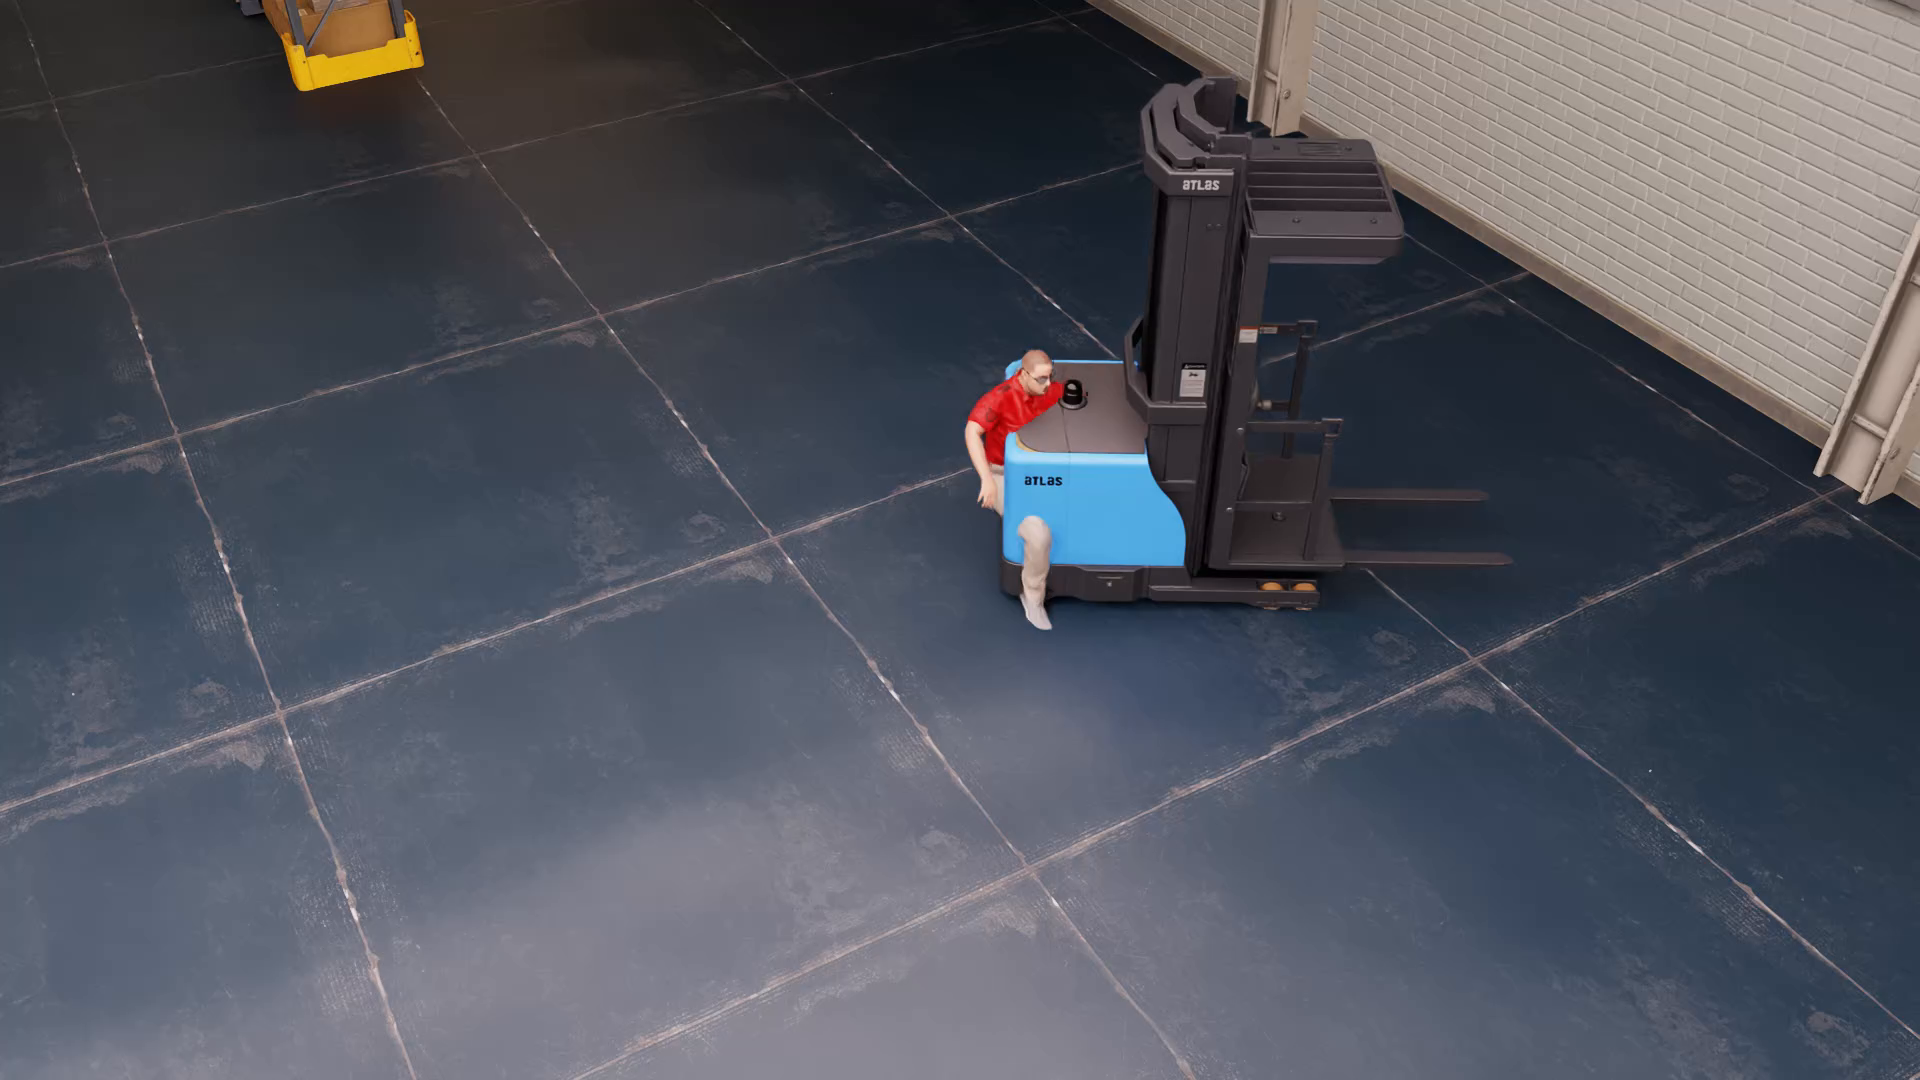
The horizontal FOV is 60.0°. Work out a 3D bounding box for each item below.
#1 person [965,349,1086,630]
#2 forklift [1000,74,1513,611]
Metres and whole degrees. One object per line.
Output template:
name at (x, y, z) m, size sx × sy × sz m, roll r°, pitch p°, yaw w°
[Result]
person at (0.491, -0.315, 9.585) m, size 0.788 × 1.541 × 0.950 m, roll 32°, pitch 49°, yaw 33°
forklift at (1.763, -1.058, 9.311) m, size 3.031 × 2.935 × 1.130 m, roll 1°, pitch 40°, yaw 1°
